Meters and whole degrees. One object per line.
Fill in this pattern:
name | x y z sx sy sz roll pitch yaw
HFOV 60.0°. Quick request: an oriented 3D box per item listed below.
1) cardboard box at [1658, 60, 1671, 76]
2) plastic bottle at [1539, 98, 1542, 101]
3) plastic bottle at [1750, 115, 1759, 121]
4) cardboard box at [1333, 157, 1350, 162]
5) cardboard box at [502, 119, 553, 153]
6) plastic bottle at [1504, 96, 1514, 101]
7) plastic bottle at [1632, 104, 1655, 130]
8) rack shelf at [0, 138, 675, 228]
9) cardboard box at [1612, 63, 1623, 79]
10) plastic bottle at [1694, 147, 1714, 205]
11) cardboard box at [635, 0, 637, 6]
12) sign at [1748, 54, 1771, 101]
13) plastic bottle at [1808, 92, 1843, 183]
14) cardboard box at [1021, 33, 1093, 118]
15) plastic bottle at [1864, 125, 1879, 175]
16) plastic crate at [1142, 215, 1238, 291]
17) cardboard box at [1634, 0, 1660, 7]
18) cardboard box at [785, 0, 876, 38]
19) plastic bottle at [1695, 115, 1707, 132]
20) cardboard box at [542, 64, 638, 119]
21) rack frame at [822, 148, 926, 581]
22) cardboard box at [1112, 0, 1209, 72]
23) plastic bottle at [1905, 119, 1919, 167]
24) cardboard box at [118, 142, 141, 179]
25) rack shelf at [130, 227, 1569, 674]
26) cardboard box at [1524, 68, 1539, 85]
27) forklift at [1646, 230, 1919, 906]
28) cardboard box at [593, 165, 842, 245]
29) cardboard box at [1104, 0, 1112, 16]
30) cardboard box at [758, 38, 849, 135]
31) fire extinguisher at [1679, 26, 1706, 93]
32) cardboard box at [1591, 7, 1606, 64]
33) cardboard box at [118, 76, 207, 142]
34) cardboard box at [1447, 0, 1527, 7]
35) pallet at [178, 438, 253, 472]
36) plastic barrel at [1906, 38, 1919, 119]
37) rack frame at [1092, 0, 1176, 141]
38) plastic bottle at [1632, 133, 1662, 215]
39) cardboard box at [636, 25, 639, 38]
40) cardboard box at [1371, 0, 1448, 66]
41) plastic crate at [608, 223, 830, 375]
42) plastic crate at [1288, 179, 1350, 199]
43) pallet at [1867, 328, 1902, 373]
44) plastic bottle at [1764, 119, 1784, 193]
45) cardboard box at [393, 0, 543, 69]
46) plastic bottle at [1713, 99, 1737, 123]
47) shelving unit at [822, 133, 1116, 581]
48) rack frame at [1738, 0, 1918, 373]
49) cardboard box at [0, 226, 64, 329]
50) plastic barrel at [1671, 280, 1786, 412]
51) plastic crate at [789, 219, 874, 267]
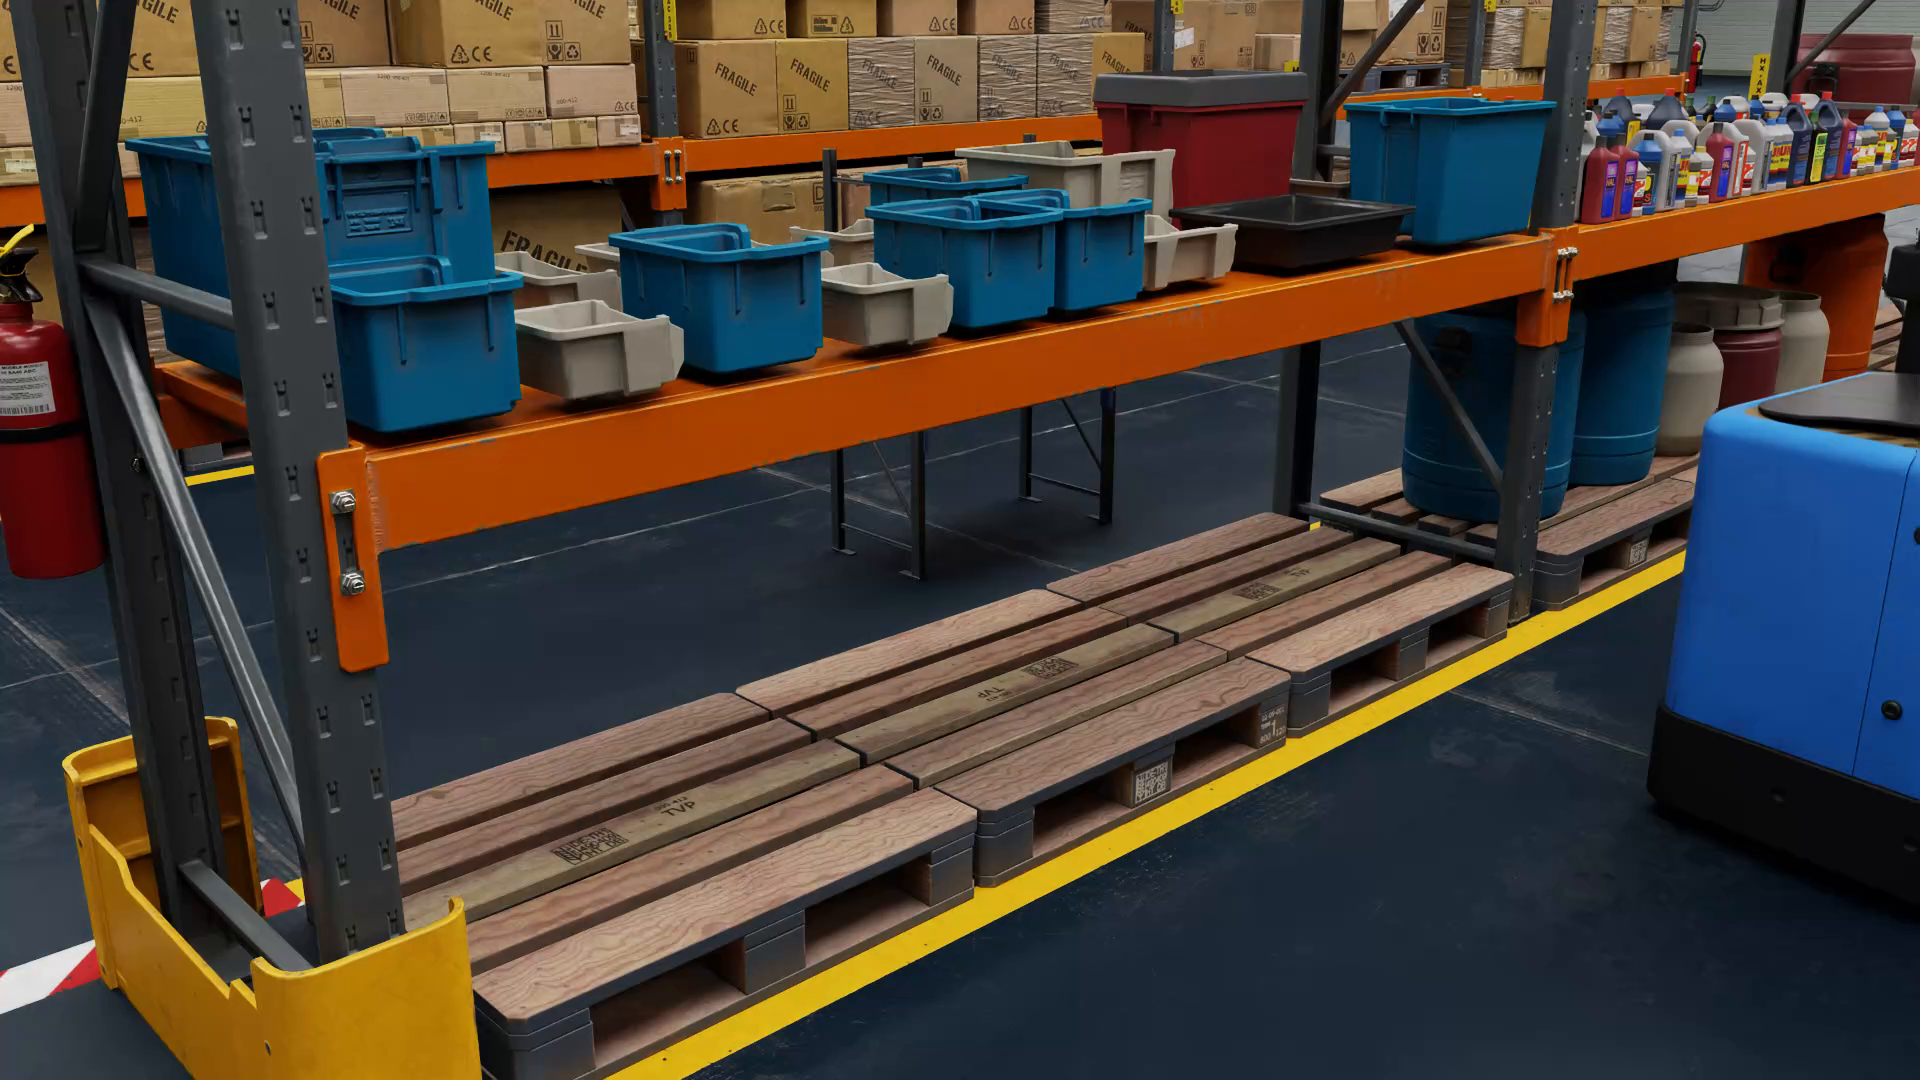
cardboard box | 6.803 -4.686 16.482 0.250 0.149 0.380 -16 24 -41
plastic bottle | 2.228 -1.511 6.362 0.185 0.351 0.144 -16 24 -41
plastic bottle | 3.136 -1.549 6.606 0.097 0.271 0.097 0 18 0
cardboard box | 3.501 -2.960 14.090 0.700 0.500 0.500 16 24 40
cardboard box | -2.221 -2.003 8.207 0.250 0.149 0.380 -17 24 -42
plastic bottle | 2.129 -1.544 6.462 0.185 0.351 0.144 -16 24 -41
plastic bottle | 2.914 -1.735 7.174 0.135 0.276 0.152 -16 24 -41
rack shelf | -3.305 -1.604 7.734 4.000 0.370 1.077 -16 24 -41
cardboard box | 6.072 -4.476 15.833 0.250 0.149 0.380 -16 24 -41
plastic bottle | 2.660 -1.315 6.000 0.097 0.201 0.097 0 18 0
cardboard box | -3.764 -6.312 19.763 0.500 0.500 0.500 -15 23 -39
sign | 4.075 -2.307 8.471 0.005 0.325 0.100 -16 24 -41
plastic bottle | 3.482 -1.636 6.747 0.185 0.351 0.144 -16 24 -41
cardboard box | 0.500 -3.000 10.713 0.500 0.500 0.500 -17 24 -41
plastic bottle | 3.839 -1.659 7.060 0.097 0.201 0.097 0 18 0
plastic crate | 0.493 -0.726 4.192 0.466 0.136 0.293 -16 24 -41
cardboard box | 6.279 -5.298 15.696 0.500 0.500 0.500 -16 24 -41
cardboard box | -0.886 -3.174 9.624 0.637 0.503 0.797 -16 24 -40
plastic bottle | 3.385 -1.849 7.646 0.097 0.201 0.097 0 18 0
cardboard box | -1.992 -2.287 8.437 0.500 0.250 0.500 -17 24 -42
rack frame | -0.307 -0.624 5.977 0.032 1.500 0.500 -16 24 -41
cardboard box | 1.420 -3.588 11.845 0.500 0.500 0.500 14 23 37
plastic bottle | 4.193 -1.762 7.379 0.097 0.201 0.097 0 18 0
cardboard box | -3.528 -1.622 7.031 0.250 0.149 0.380 -17 24 -42
rack shelf | 0.098 -0.494 4.310 4.000 0.370 1.077 -16 24 -41
cardboard box | 4.853 -4.088 14.637 0.250 0.149 0.380 -16 24 -41
forklift | 3.248 -0.832 4.298 3.031 2.935 1.130 -13 22 -35
cardboard box | -1.400 -1.699 9.625 0.875 0.875 1.225 -16 24 -41
cardboard box | 1.239 -5.996 18.120 0.550 0.550 0.875 -16 24 -41
cardboard box | -0.981 -2.565 9.372 0.500 0.500 0.500 -16 24 -41
fire extinguisher | 7.268 -4.797 16.541 0.183 0.674 0.296 -16 24 -41
cardboard box | 5.404 -4.659 15.346 0.500 0.500 0.875 -16 24 -41
cardboard box | -3.483 -1.851 7.090 0.500 0.250 0.500 17 25 42
cardboard box | 4.463 -4.768 14.061 0.500 0.500 0.500 -16 24 -41
pallet | -3.344 -0.640 8.116 1.213 0.211 1.003 -16 24 -41
plastic barrel | 5.059 -2.426 8.923 0.421 0.512 0.421 0 18 0
rack frame | 1.055 -3.217 11.544 0.127 3.000 1.000 -16 24 -41
plastic bottle | 2.350 -1.258 5.710 0.097 0.271 0.097 0 18 0
cardboard box | -2.708 -4.252 13.980 0.250 0.149 0.380 -16 24 -40
cardboard box | 3.288 -4.413 13.579 1.000 1.000 1.000 -16 24 -40
plastic crate | -0.471 -0.479 3.273 0.300 0.233 0.416 -16 24 -41
plastic crate | 1.115 -1.096 5.333 0.243 0.136 0.396 -16 24 -41
pallet | 5.048 -0.936 9.030 1.213 0.211 1.003 -16 24 -41
plastic bottle | 3.094 -1.475 6.379 0.097 0.271 0.097 0 18 0
cardboard box | -2.369 -2.534 7.982 0.500 0.500 0.500 -16 24 -40
plastic bottle | 3.524 -1.897 7.680 0.097 0.271 0.097 0 18 0
shelving unit | 0.062 -0.732 6.309 1.048 1.500 0.538 -16 24 -41
rack frame | 4.458 -2.107 8.121 0.127 3.000 1.000 -16 24 -41
cardboard box | -4.348 -0.865 7.052 0.875 0.875 0.875 -16 24 -41
plastic barrel | 3.294 -0.813 7.358 0.708 0.588 0.600 -16 24 -41
plastic crate | -0.278 -0.718 4.166 0.250 0.136 0.298 -16 24 -41
